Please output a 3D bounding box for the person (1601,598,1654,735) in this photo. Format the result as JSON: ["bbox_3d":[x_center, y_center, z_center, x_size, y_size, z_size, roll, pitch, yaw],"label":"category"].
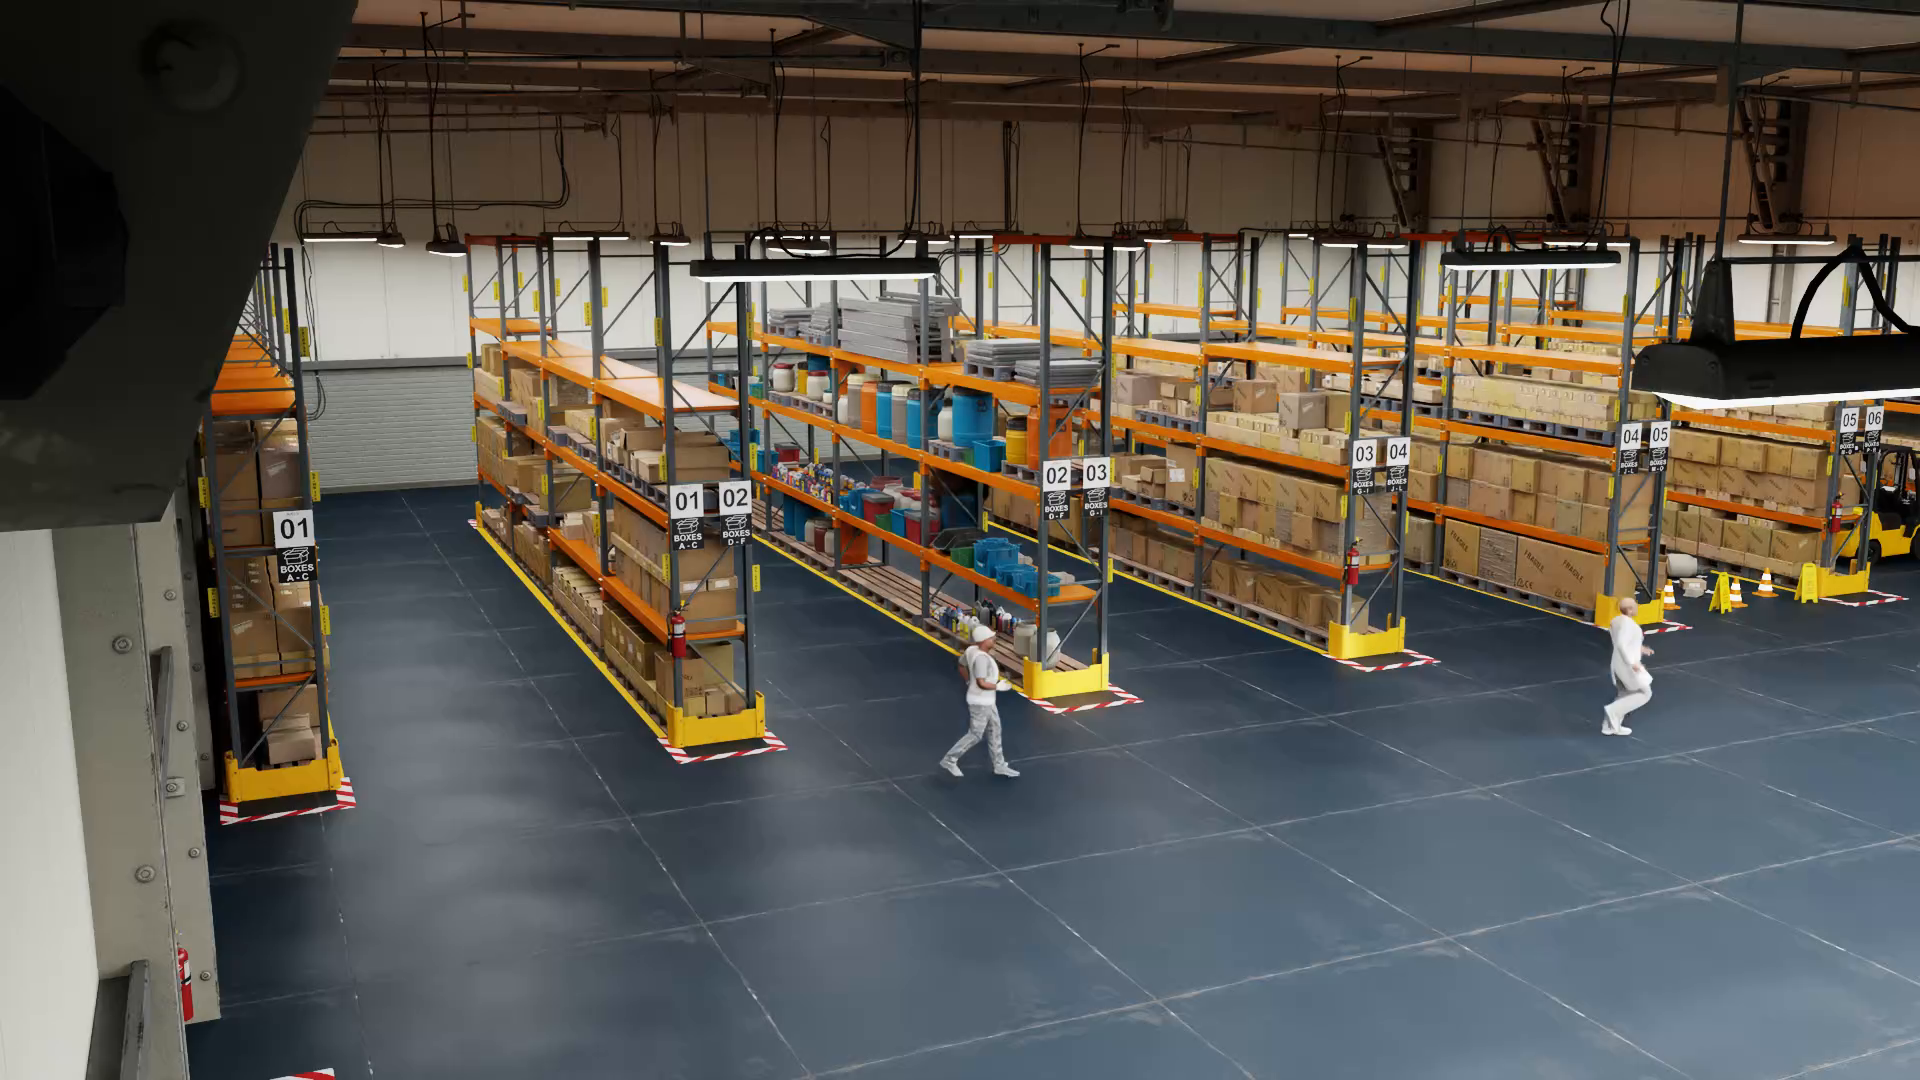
[{"bbox_3d":[8.256,1.564,20.502,0.625,1.735,0.703,0,11,0],"label":"person"}]

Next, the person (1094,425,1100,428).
[{"bbox_3d":[3.062,-1.874,38.594,0.655,1.649,0.827,-3,11,-16],"label":"person"}]

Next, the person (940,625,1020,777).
[{"bbox_3d":[0.235,1.837,18.844,0.899,1.765,0.659,0,11,-1],"label":"person"}]
